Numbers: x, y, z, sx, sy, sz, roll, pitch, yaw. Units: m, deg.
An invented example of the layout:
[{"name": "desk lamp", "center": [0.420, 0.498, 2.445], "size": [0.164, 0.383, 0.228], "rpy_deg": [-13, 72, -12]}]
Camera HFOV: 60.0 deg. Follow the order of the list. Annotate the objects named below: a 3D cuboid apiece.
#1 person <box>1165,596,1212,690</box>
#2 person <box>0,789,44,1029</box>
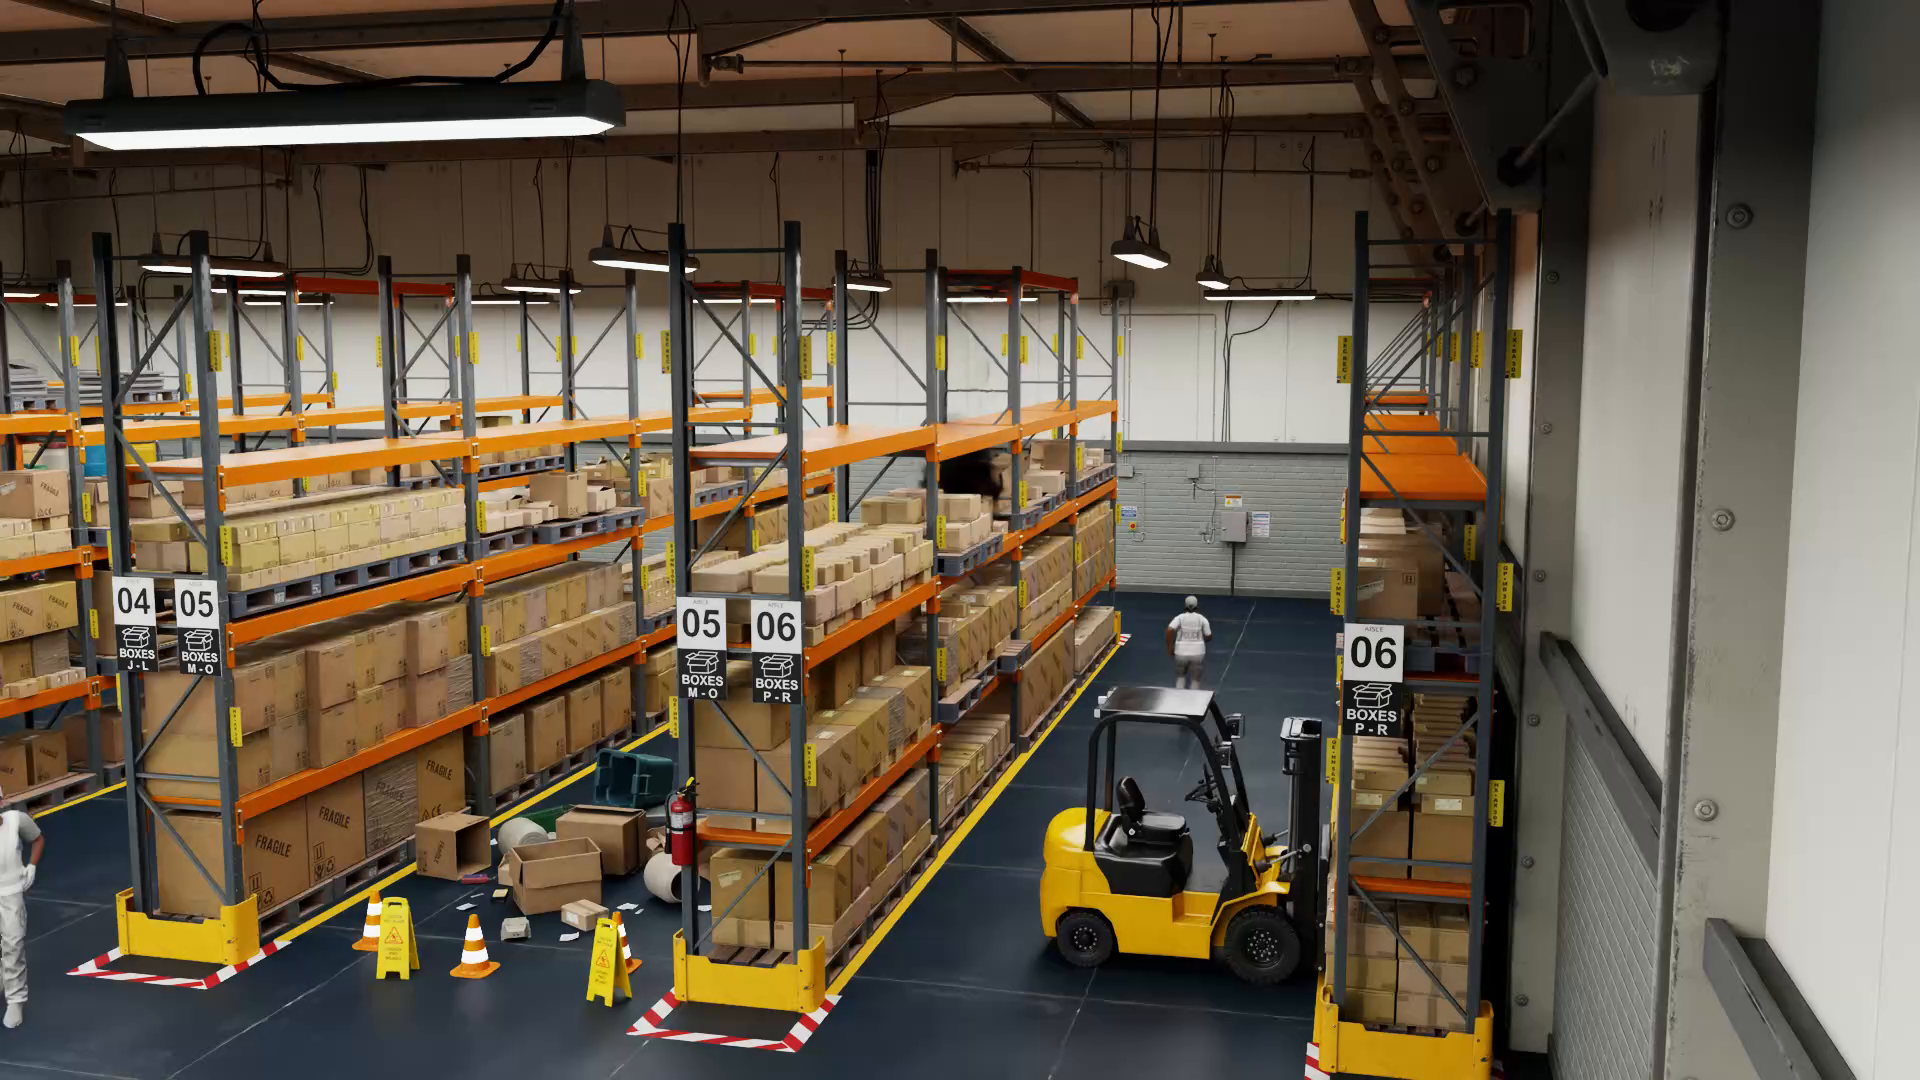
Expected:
[{"name": "person", "center": [3.122, 1.589, 22.753], "size": [0.626, 1.662, 0.637], "rpy_deg": [1, 7, 9]}, {"name": "person", "center": [-7.391, 2.730, 12.721], "size": [0.697, 1.816, 0.864], "rpy_deg": [-3, 8, -25]}]
